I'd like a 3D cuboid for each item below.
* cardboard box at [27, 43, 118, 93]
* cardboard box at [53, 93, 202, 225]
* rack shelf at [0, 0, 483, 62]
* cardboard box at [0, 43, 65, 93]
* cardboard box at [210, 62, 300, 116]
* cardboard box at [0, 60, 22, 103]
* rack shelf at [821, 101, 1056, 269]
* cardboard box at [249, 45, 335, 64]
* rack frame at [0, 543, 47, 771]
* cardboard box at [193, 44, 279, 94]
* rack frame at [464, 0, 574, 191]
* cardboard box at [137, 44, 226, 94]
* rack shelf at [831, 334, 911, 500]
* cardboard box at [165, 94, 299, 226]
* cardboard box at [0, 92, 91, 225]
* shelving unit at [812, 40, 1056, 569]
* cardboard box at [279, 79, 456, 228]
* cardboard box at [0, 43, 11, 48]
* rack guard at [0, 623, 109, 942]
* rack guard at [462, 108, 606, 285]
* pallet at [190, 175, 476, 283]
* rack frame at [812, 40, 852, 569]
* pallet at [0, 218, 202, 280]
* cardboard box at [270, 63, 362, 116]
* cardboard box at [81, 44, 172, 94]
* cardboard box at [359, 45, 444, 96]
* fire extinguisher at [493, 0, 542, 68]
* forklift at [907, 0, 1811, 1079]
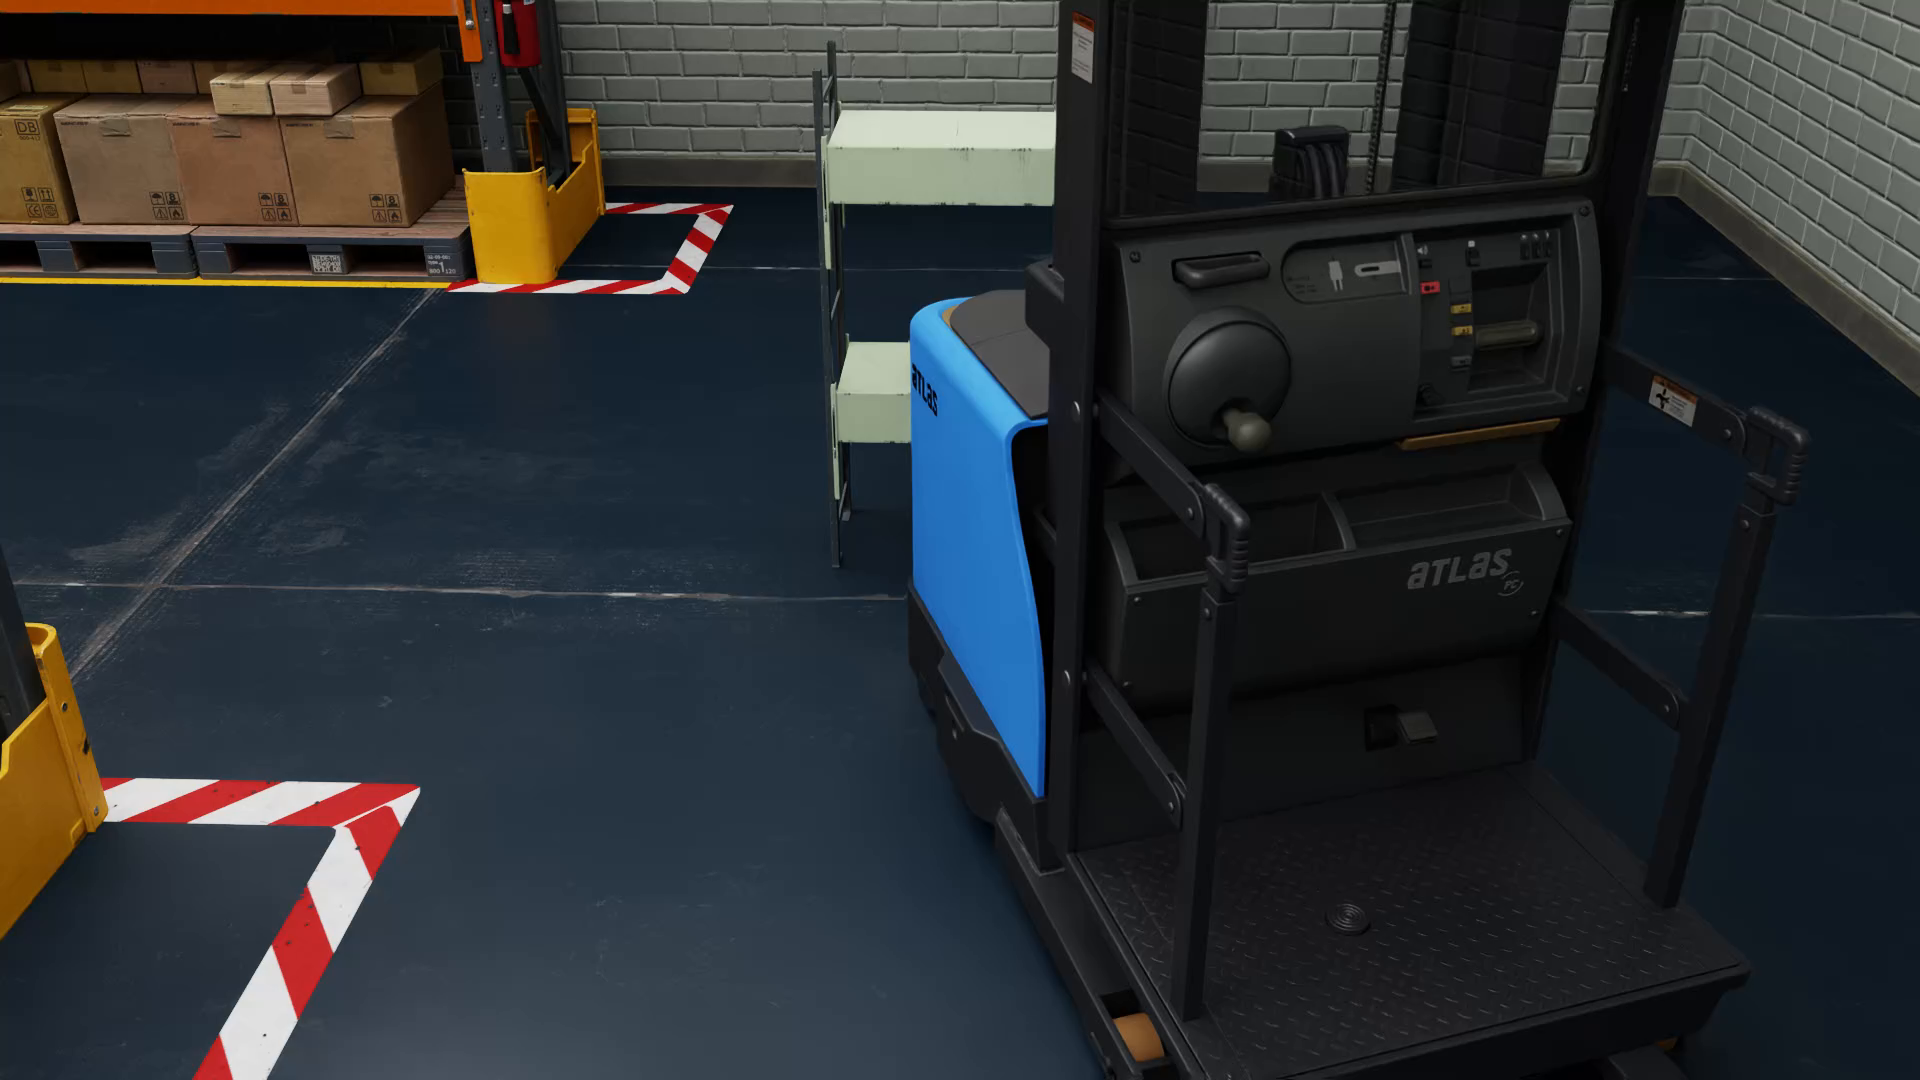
[{"bbox_3d":[-4.086,-2.185,7.698,0.250,0.149,0.380,0,28,1],"label":"cardboard box"},{"bbox_3d":[-3.701,-1.799,7.661,0.500,0.500,0.700,0,28,0],"label":"cardboard box"},{"bbox_3d":[-3.994,-2.452,7.441,4.000,0.370,1.077,1,28,2],"label":"rack shelf"},{"bbox_3d":[-4.344,-2.189,7.705,0.250,0.149,0.380,1,28,2],"label":"cardboard box"},{"bbox_3d":[-3.088,-1.990,7.329,0.250,0.149,0.380,2,28,3],"label":"cardboard box"},{"bbox_3d":[-4.391,-2.011,7.368,0.250,0.149,0.380,0,28,0],"label":"cardboard box"},{"bbox_3d":[-0.007,-1.008,4.716,0.720,0.370,0.431,1,28,2],"label":"rack shelf"},{"bbox_3d":[-3.072,-2.169,7.667,0.250,0.149,0.380,1,28,2],"label":"cardboard box"},{"bbox_3d":[-2.166,-0.418,2.836,0.127,3.000,1.000,1,28,2],"label":"rack frame"},{"bbox_3d":[-3.322,-2.173,7.675,0.250,0.149,0.380,1,28,2],"label":"cardboard box"},{"bbox_3d":[-1.995,-2.737,7.210,0.127,3.000,1.000,1,28,2],"label":"rack frame"},{"bbox_3d":[-3.577,-2.177,7.682,0.250,0.149,0.380,1,28,3],"label":"cardboard box"},{"bbox_3d":[-0.007,-0.375,5.052,0.720,0.370,0.431,1,28,2],"label":"rack shelf"},{"bbox_3d":[-3.198,-1.791,7.646,0.500,0.500,0.700,1,28,2],"label":"cardboard box"},{"bbox_3d":[-4.234,-1.804,7.672,0.500,0.500,0.700,2,28,3],"label":"cardboard box"},{"bbox_3d":[-0.007,-0.663,4.899,0.755,1.500,0.431,1,28,2],"label":"shelving unit"},{"bbox_3d":[-2.698,-1.783,7.631,0.500,0.500,0.700,1,28,2],"label":"cardboard box"},{"bbox_3d":[-4.596,-2.194,7.714,0.250,0.149,0.380,0,28,0],"label":"cardboard box"},{"bbox_3d":[-2.242,0.685,3.424,0.348,0.500,1.175,1,28,2],"label":"rack guard"},{"bbox_3d":[-1.971,-1.632,7.795,0.348,0.500,1.175,1,28,2],"label":"rack guard"},{"bbox_3d":[-2.797,-1.481,7.819,1.213,0.211,1.003,1,28,2],"label":"pallet"},{"bbox_3d":[-0.372,-0.669,4.910,0.023,1.500,0.400,1,28,2],"label":"rack frame"},{"bbox_3d":[-4.013,-1.503,7.860,1.213,0.211,1.003,1,28,2],"label":"pallet"},{"bbox_3d":[-2.833,-1.986,7.322,0.250,0.149,0.380,1,28,1],"label":"cardboard box"},{"bbox_3d":[-3.833,-2.181,7.690,0.250,0.149,0.380,1,28,2],"label":"cardboard box"},{"bbox_3d":[-2.566,-2.161,7.652,0.250,0.149,0.380,1,28,2],"label":"cardboard box"},{"bbox_3d":[-1.860,-2.319,6.904,0.183,0.674,0.296,1,28,2],"label":"fire extinguisher"},{"bbox_3d":[0.787,-0.338,2.758,1.130,2.935,3.031,-8,29,-15],"label":"forklift"}]
